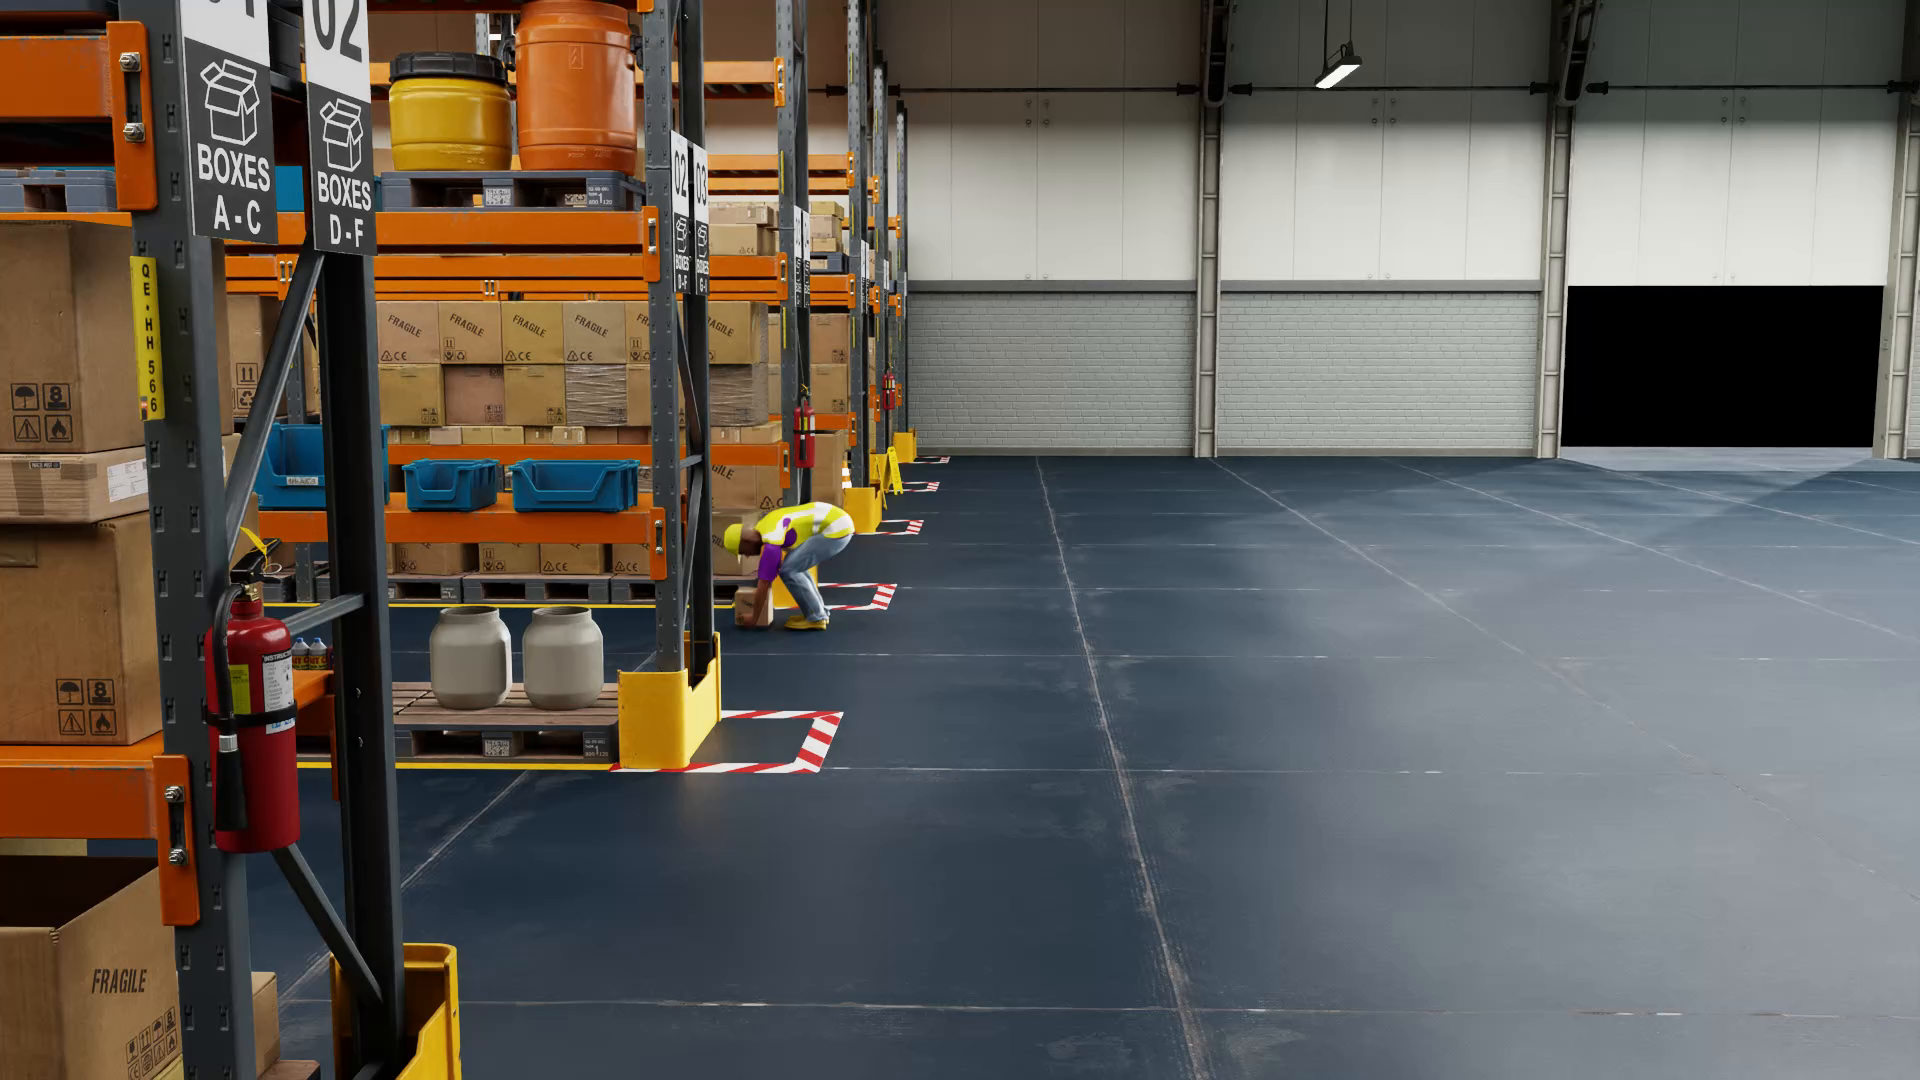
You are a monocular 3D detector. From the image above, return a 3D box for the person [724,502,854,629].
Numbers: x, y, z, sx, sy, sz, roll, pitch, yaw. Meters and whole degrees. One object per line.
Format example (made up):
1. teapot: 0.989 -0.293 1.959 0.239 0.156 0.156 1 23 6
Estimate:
1. person: -1.276 0.191 12.454 0.974 0.939 0.506 0 7 -1
